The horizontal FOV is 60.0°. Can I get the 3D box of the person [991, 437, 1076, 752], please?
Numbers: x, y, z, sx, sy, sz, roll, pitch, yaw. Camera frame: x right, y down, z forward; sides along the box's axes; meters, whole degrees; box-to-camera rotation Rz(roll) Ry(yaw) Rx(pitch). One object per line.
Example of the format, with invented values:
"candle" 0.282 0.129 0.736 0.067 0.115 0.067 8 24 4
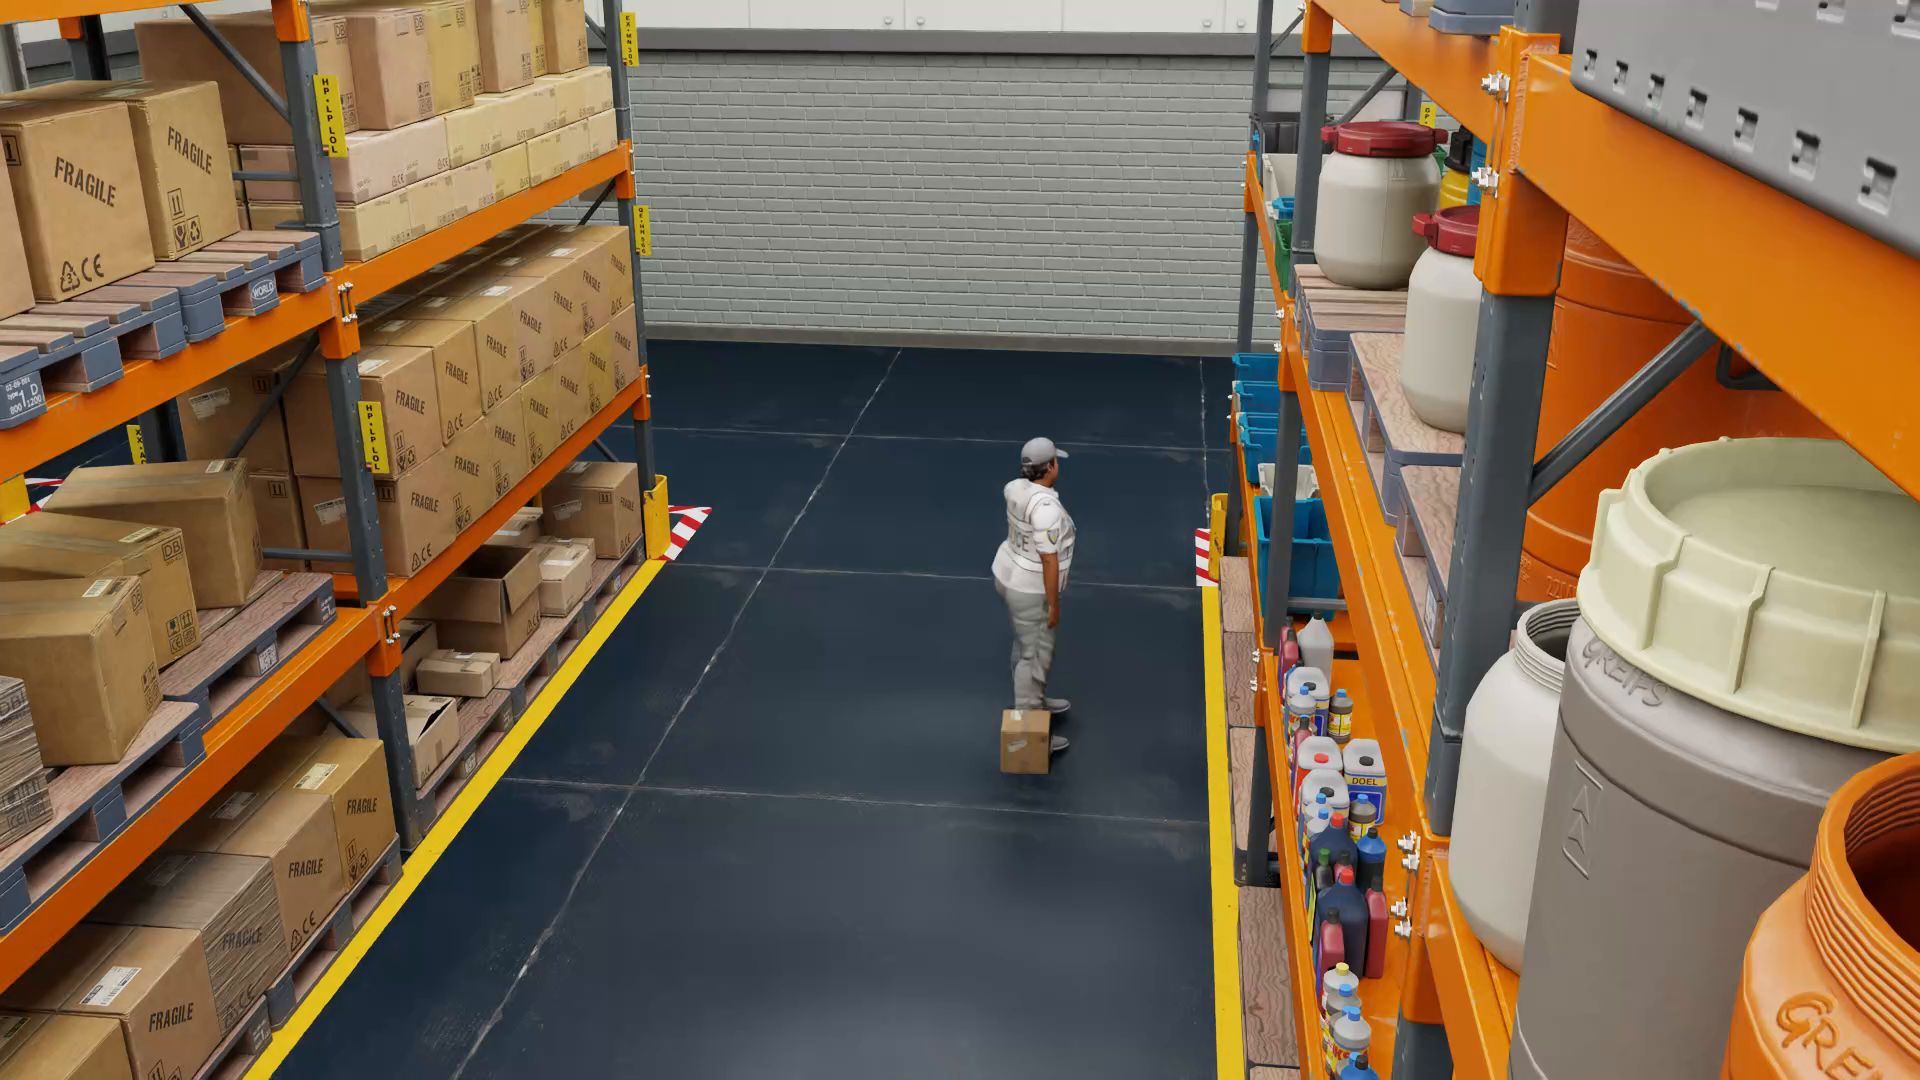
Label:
"person" 0.429 0.266 8.837 0.468 1.673 0.546 -7 22 -17
